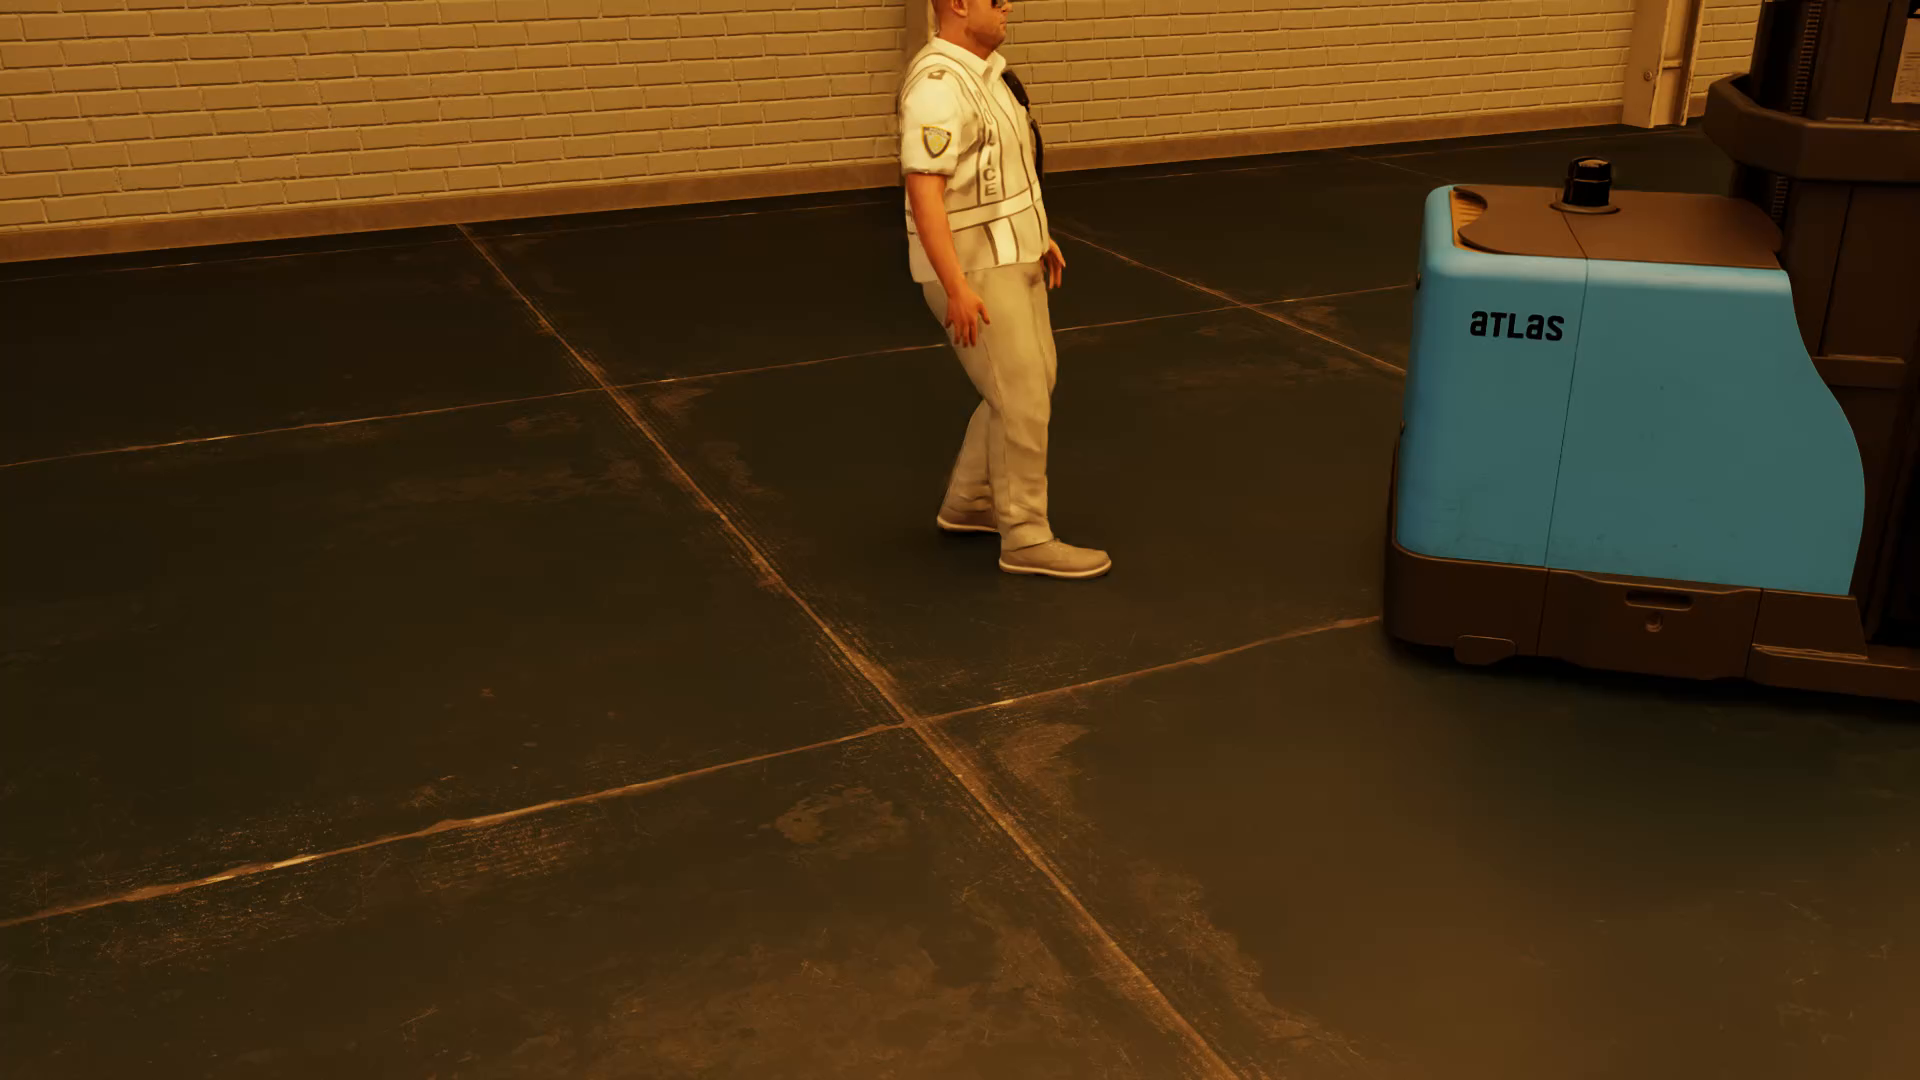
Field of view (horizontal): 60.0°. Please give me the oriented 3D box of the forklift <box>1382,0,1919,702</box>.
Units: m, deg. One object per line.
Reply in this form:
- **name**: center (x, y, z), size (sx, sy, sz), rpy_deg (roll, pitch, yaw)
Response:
- **forklift**: center (2.687, -1.079, 3.883), size (3.031, 2.935, 1.130), rpy_deg (6, 23, 13)

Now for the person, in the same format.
- **person**: center (0.165, -0.774, 4.722), size (0.651, 1.756, 0.686), rpy_deg (7, 24, 17)
